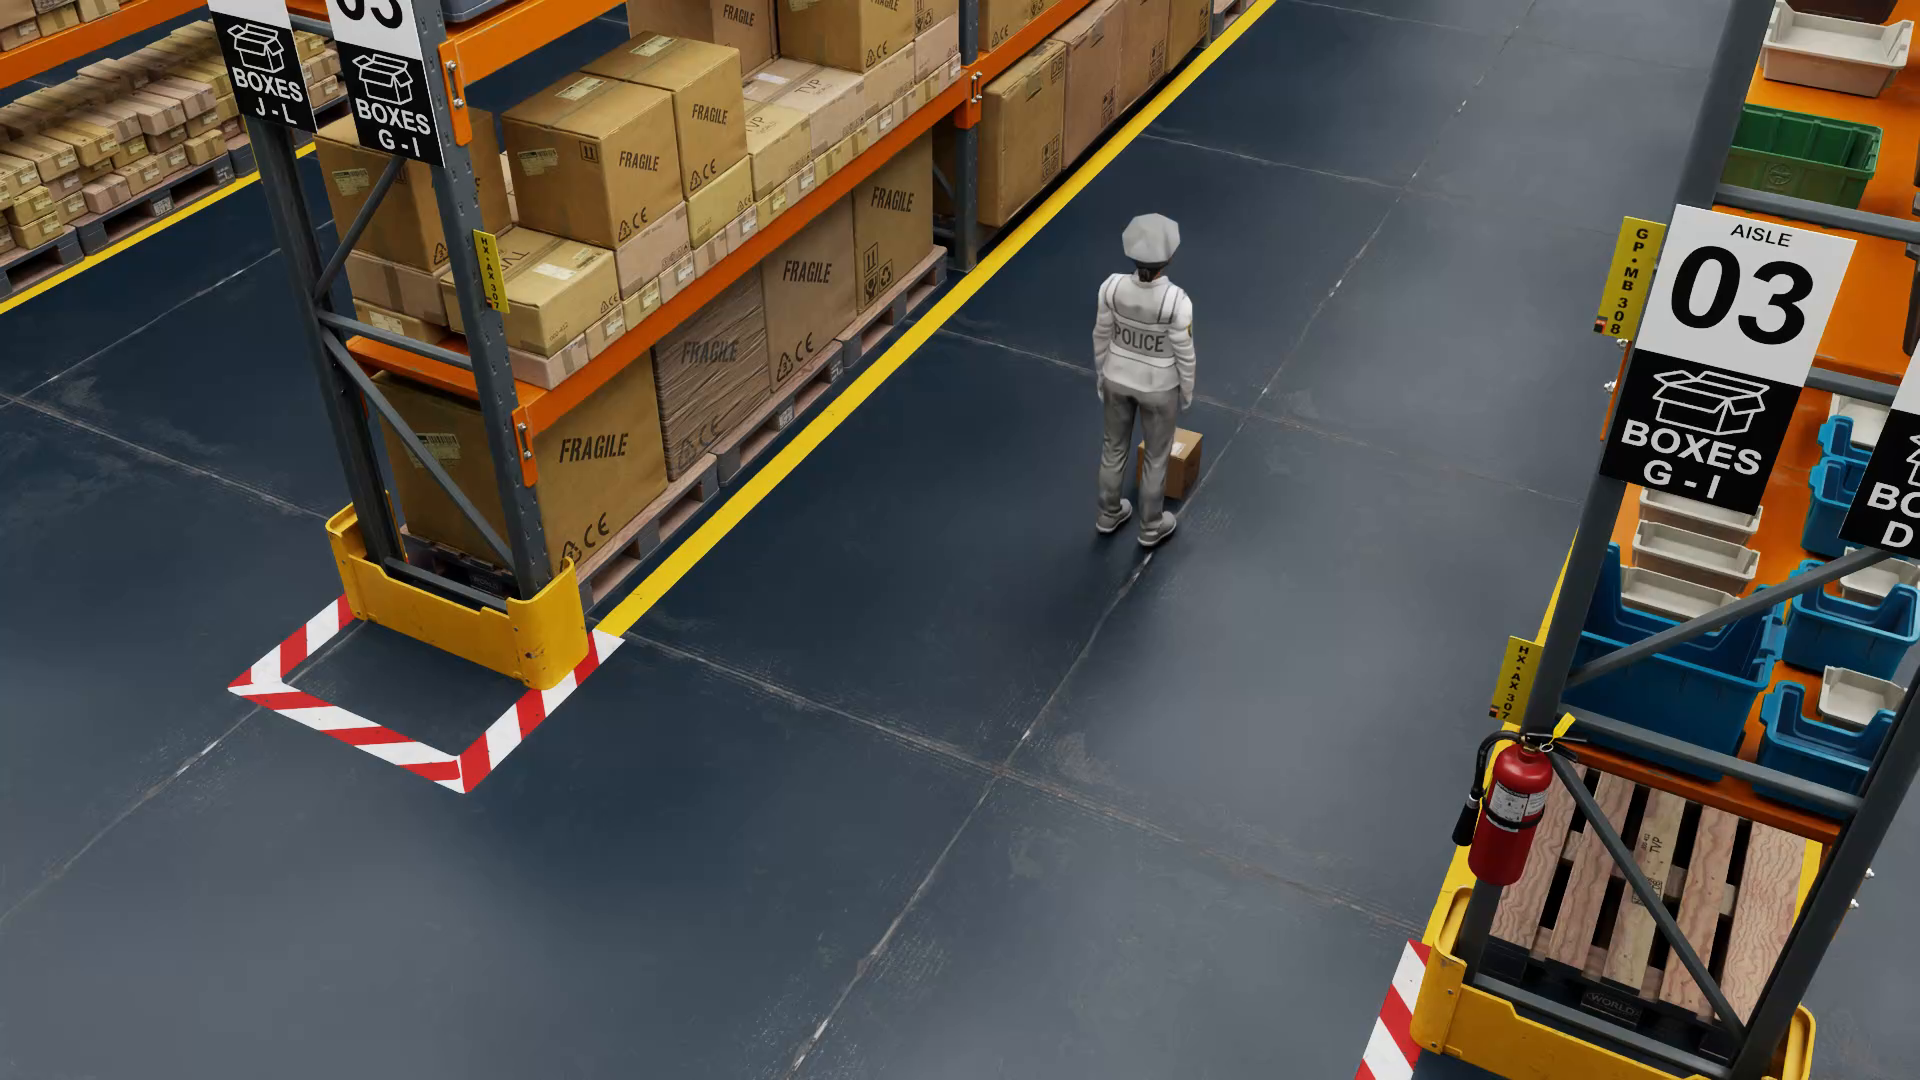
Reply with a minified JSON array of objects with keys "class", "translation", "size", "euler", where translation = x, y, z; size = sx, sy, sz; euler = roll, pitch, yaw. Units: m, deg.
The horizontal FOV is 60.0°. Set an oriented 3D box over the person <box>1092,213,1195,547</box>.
[{"class":"person","translation":[0.827,-0.708,7.586],"size":[0.487,1.700,0.380],"euler":[18,42,21]}]
